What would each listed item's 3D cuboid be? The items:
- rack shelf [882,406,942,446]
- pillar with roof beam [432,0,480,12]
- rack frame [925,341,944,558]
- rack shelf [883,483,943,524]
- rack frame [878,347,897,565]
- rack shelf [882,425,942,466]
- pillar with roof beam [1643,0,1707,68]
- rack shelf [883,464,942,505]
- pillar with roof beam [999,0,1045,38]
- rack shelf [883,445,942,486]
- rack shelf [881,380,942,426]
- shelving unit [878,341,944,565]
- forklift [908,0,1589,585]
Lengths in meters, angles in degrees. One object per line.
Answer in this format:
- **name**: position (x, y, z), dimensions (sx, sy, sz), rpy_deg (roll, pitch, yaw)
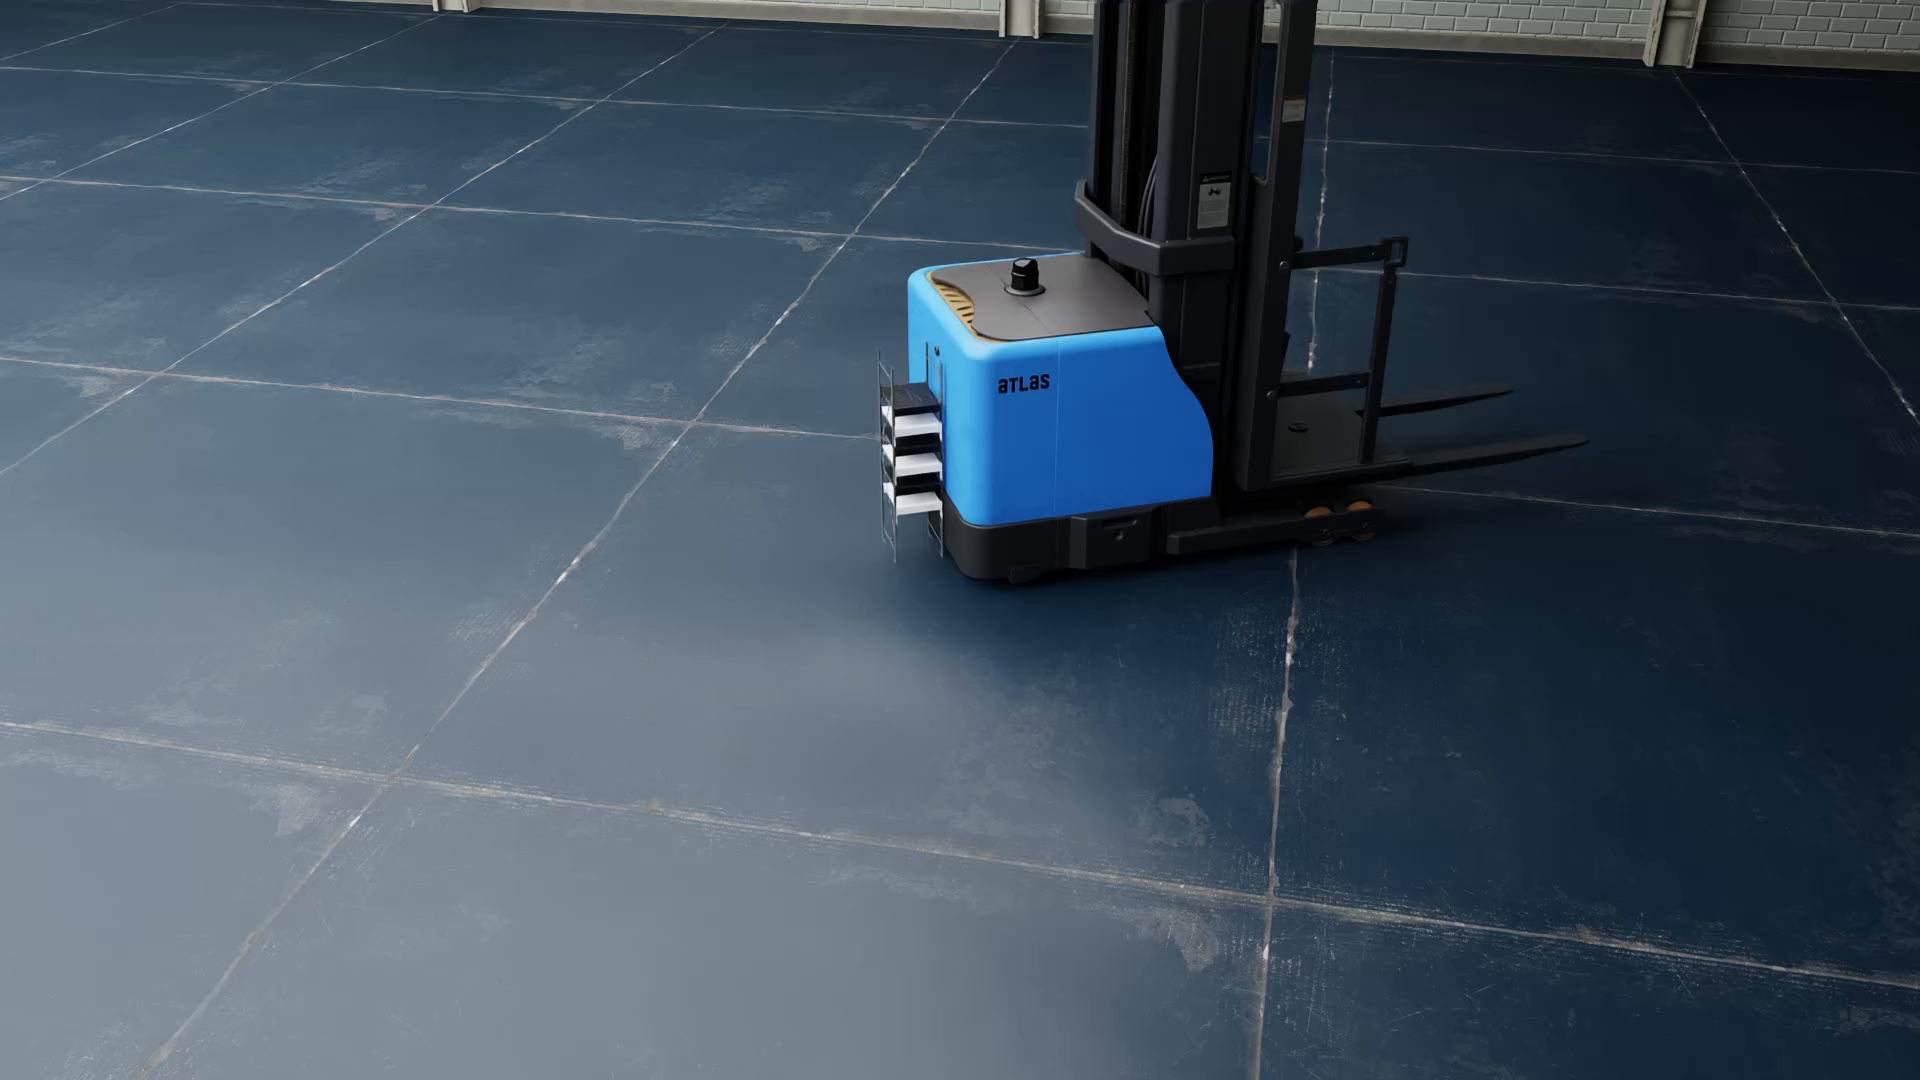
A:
- **rack shelf**: position (-0.205, -0.486, 6.896), dimensions (0.200, 0.077, 0.258), rpy_deg (-8, 30, -14)
- **pillar with roof beam**: position (-6.160, -7.491, 11.562), dimensions (0.400, 9.000, 9.100), rpy_deg (6, 29, 11)
- **rack frame**: position (-0.107, -0.371, 6.991), dimensions (0.006, 0.900, 0.240), rpy_deg (-8, 30, -14)
- **rack shelf**: position (-0.205, -0.171, 7.069), dimensions (0.200, 0.077, 0.258), rpy_deg (-8, 30, -14)
- **rack frame**: position (-0.302, -0.344, 6.941), dimensions (0.006, 0.900, 0.240), rpy_deg (-8, 30, -14)
- **rack shelf**: position (-0.205, -0.407, 6.939), dimensions (0.200, 0.077, 0.258), rpy_deg (-8, 30, -14)
- **pillar with roof beam**: position (5.575, -6.287, 9.364), dimensions (0.400, 9.000, 9.100), rpy_deg (6, 29, 11)
- **rack shelf**: position (-0.205, -0.250, 7.026), dimensions (0.200, 0.077, 0.258), rpy_deg (-8, 30, -14)
- **pillar with roof beam**: position (-0.292, -6.889, 10.463), dimensions (0.400, 9.000, 9.100), rpy_deg (6, 29, 11)
- **rack shelf**: position (-0.205, -0.328, 6.982), dimensions (0.200, 0.077, 0.258), rpy_deg (-8, 30, -14)
- **rack shelf**: position (-0.205, -0.565, 6.853), dimensions (0.200, 0.077, 0.258), rpy_deg (-8, 30, -14)
- **shelving unit**: position (-0.205, -0.358, 6.966), dimensions (0.210, 0.900, 0.258), rpy_deg (-8, 30, -14)
- **forklift**: position (1.338, -1.493, 6.926), dimensions (3.031, 2.935, 1.130), rpy_deg (-8, 30, -14)
